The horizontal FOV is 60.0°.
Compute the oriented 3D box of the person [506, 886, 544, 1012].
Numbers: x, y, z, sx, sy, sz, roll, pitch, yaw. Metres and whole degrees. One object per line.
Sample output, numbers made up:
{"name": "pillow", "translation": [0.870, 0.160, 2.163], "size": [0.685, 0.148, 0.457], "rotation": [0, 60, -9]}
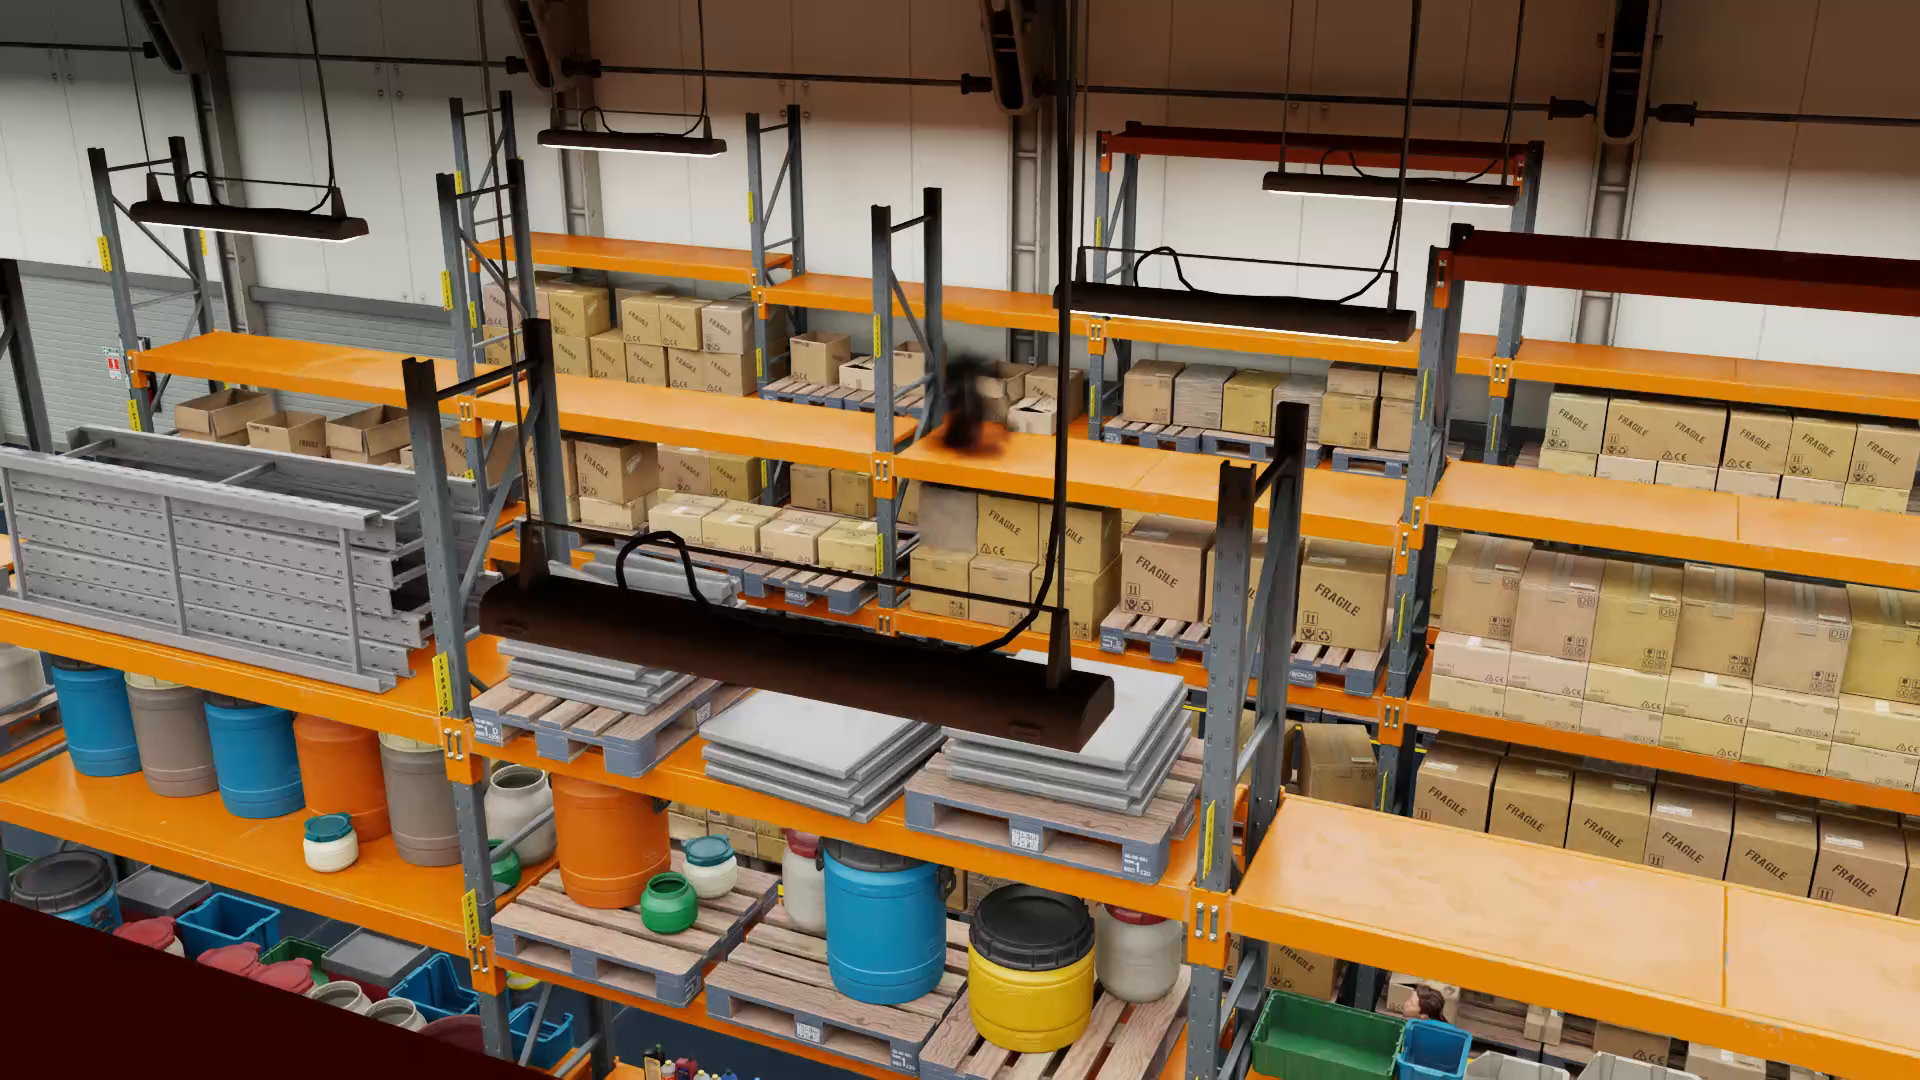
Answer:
{"name": "person", "translation": [-3.105, 3.110, 11.894], "size": [0.932, 1.747, 0.714], "rotation": [8, 22, 20]}

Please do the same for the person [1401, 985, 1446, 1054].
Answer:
{"name": "person", "translation": [2.933, 3.587, 10.766], "size": [0.895, 1.643, 0.577], "rotation": [4, 21, 12]}
